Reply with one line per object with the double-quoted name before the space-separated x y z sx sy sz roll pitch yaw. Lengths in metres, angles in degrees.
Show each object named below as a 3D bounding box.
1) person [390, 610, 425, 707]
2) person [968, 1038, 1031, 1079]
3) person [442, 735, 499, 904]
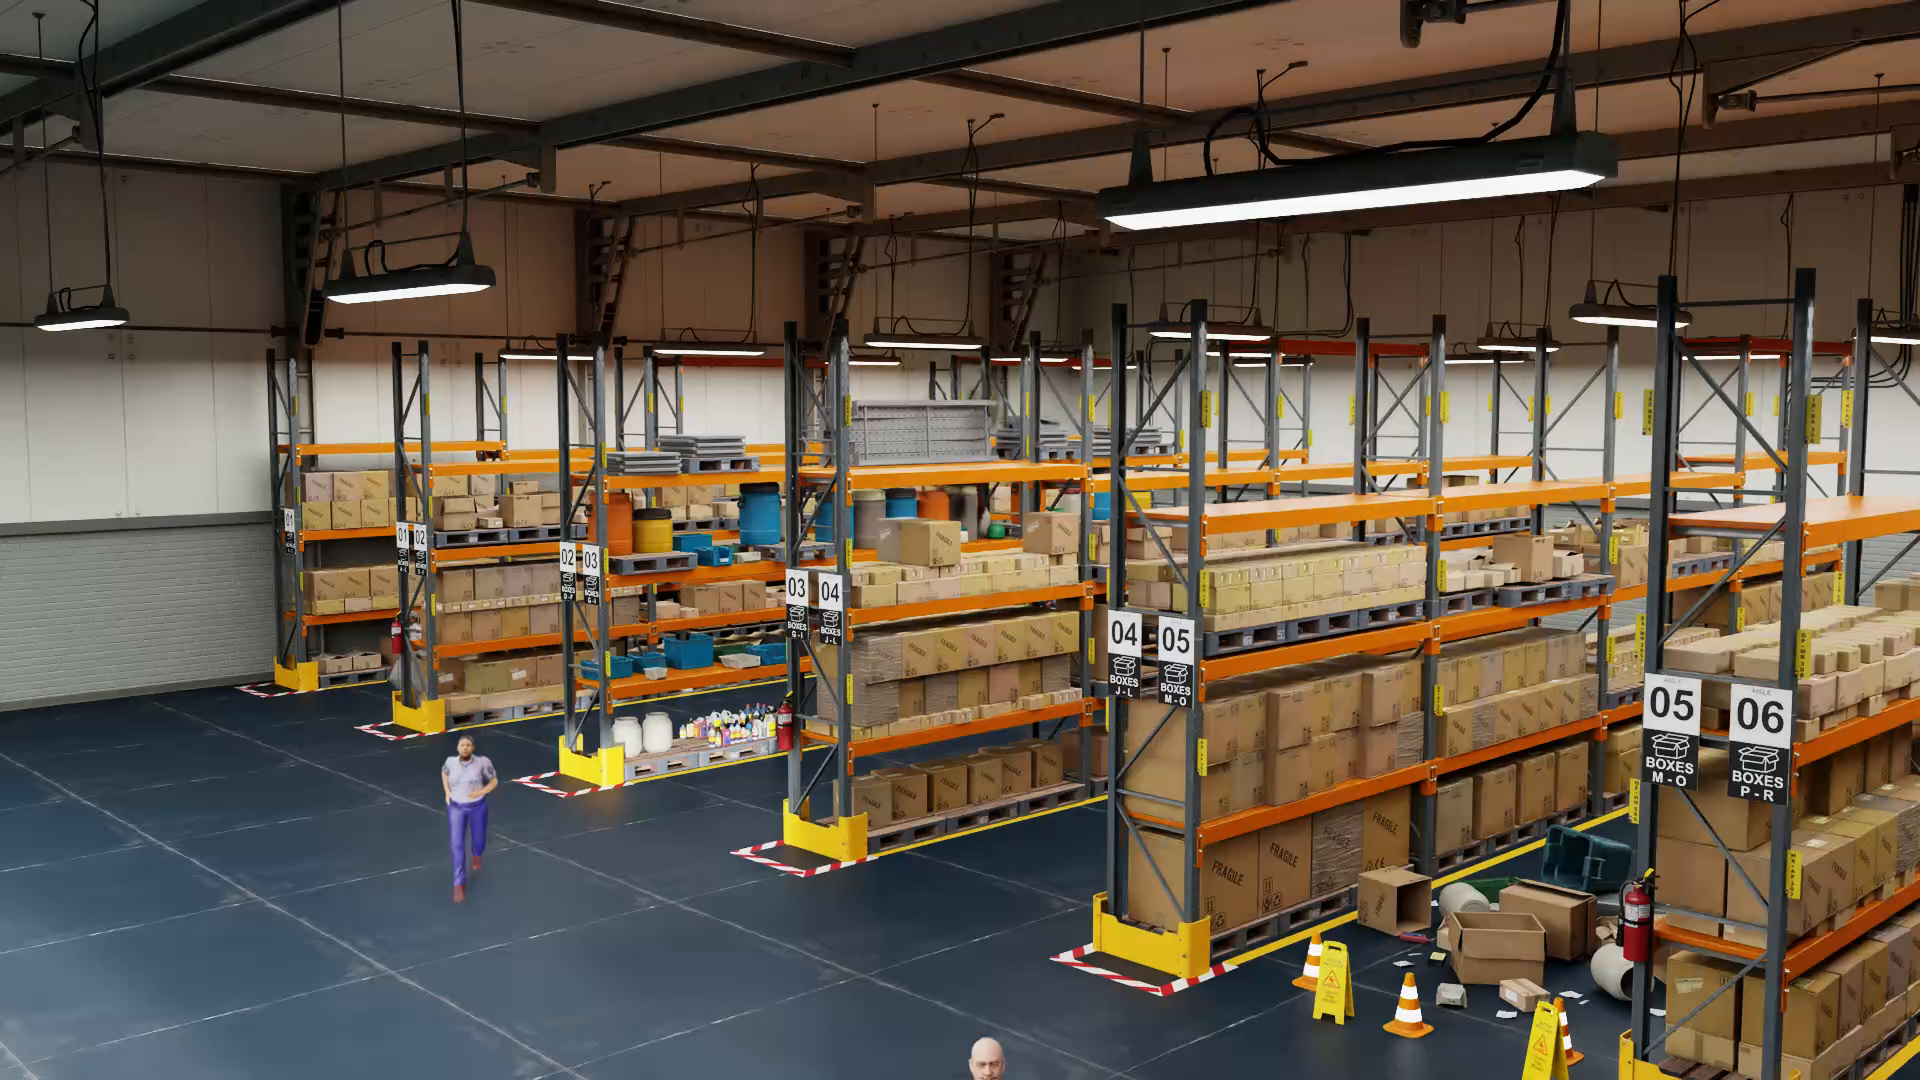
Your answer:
"person" -9.061 1.969 27.435 0.555 1.644 0.639 3 6 32
"person" 0.145 3.503 8.740 0.710 1.781 0.994 0 5 -2
"person" -5.125 2.855 17.422 0.572 1.674 1.071 -1 5 -16
